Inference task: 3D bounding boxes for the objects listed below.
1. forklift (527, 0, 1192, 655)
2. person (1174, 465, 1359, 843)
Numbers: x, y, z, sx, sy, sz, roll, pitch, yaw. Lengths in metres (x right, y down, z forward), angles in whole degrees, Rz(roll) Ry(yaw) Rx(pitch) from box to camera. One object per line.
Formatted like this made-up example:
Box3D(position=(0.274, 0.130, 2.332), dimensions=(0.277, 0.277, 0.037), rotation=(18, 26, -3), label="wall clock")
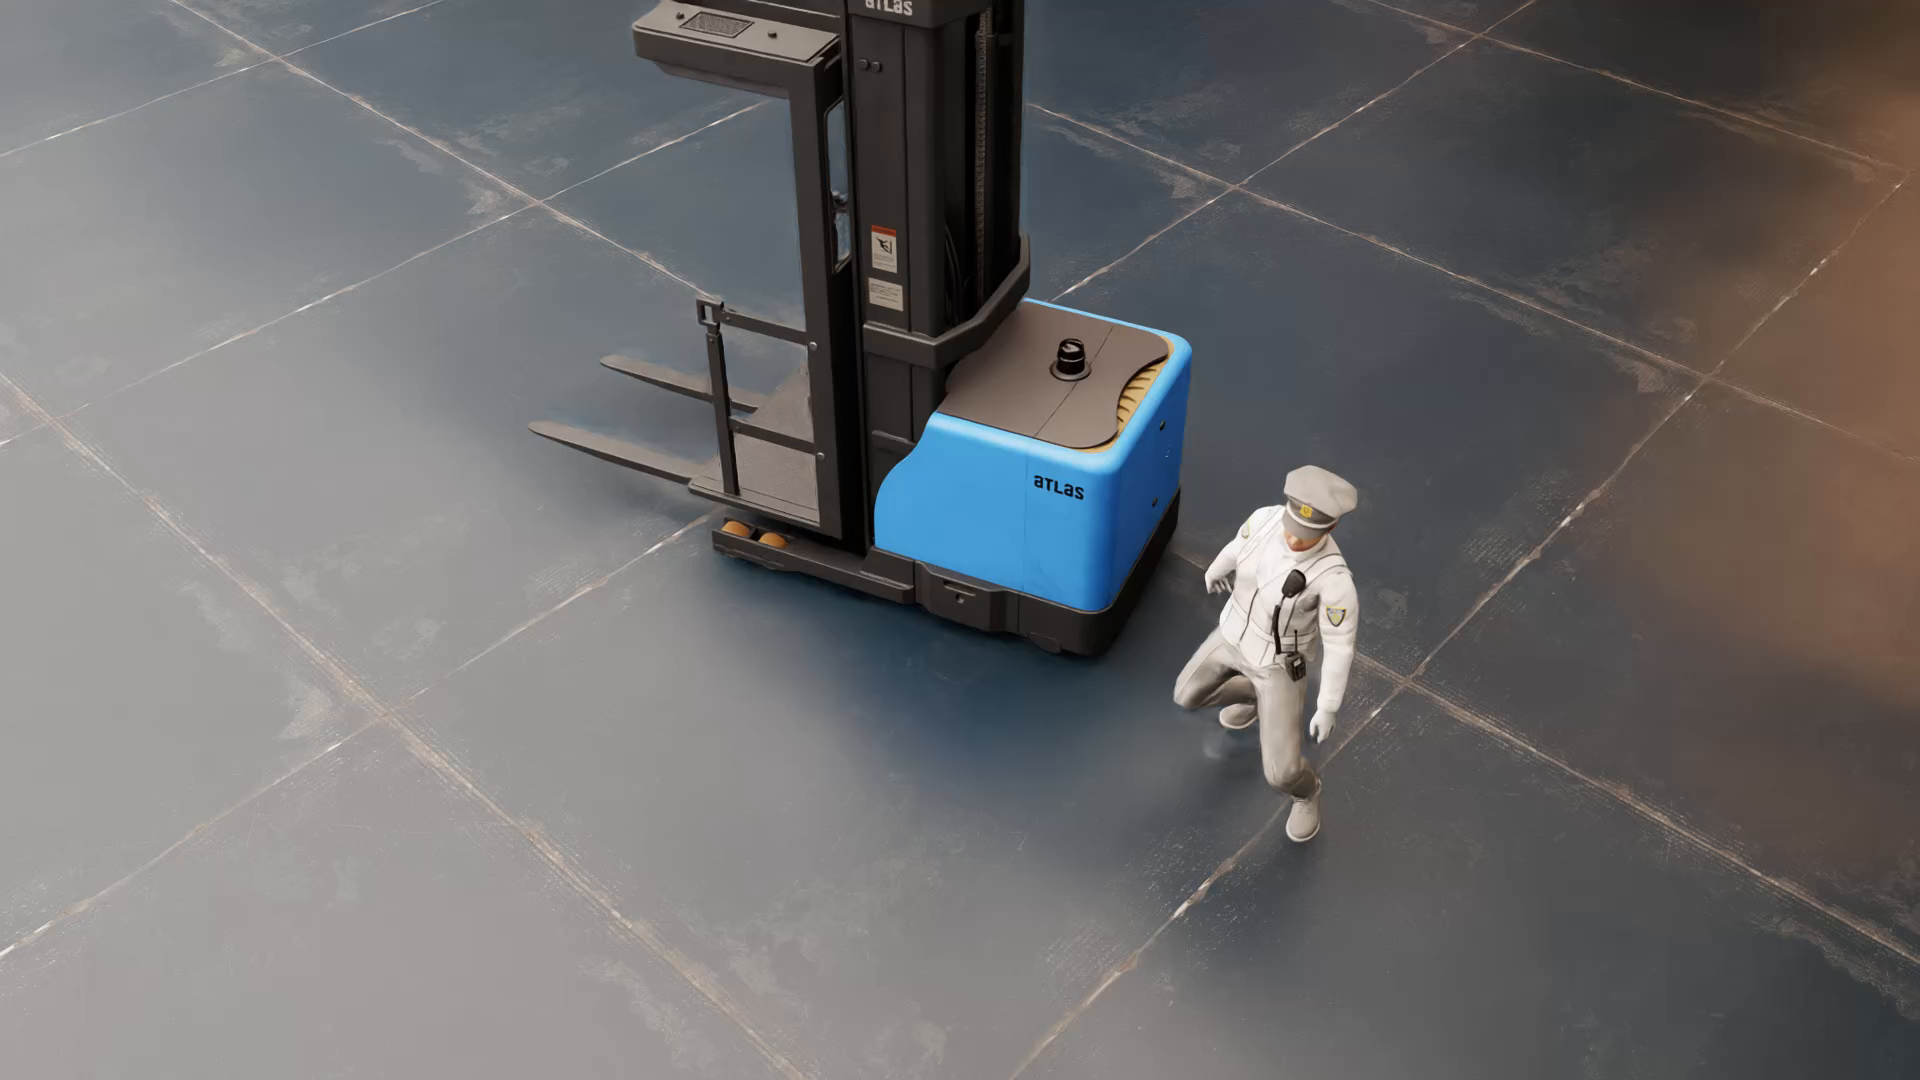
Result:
Box3D(position=(-0.564, -1.272, 6.911), dimensions=(3.031, 2.935, 1.130), rotation=(17, 43, 18), label="forklift")
Box3D(position=(1.119, 0.323, 5.984), dimensions=(0.513, 1.523, 0.796), rotation=(-22, 45, -23), label="person")
